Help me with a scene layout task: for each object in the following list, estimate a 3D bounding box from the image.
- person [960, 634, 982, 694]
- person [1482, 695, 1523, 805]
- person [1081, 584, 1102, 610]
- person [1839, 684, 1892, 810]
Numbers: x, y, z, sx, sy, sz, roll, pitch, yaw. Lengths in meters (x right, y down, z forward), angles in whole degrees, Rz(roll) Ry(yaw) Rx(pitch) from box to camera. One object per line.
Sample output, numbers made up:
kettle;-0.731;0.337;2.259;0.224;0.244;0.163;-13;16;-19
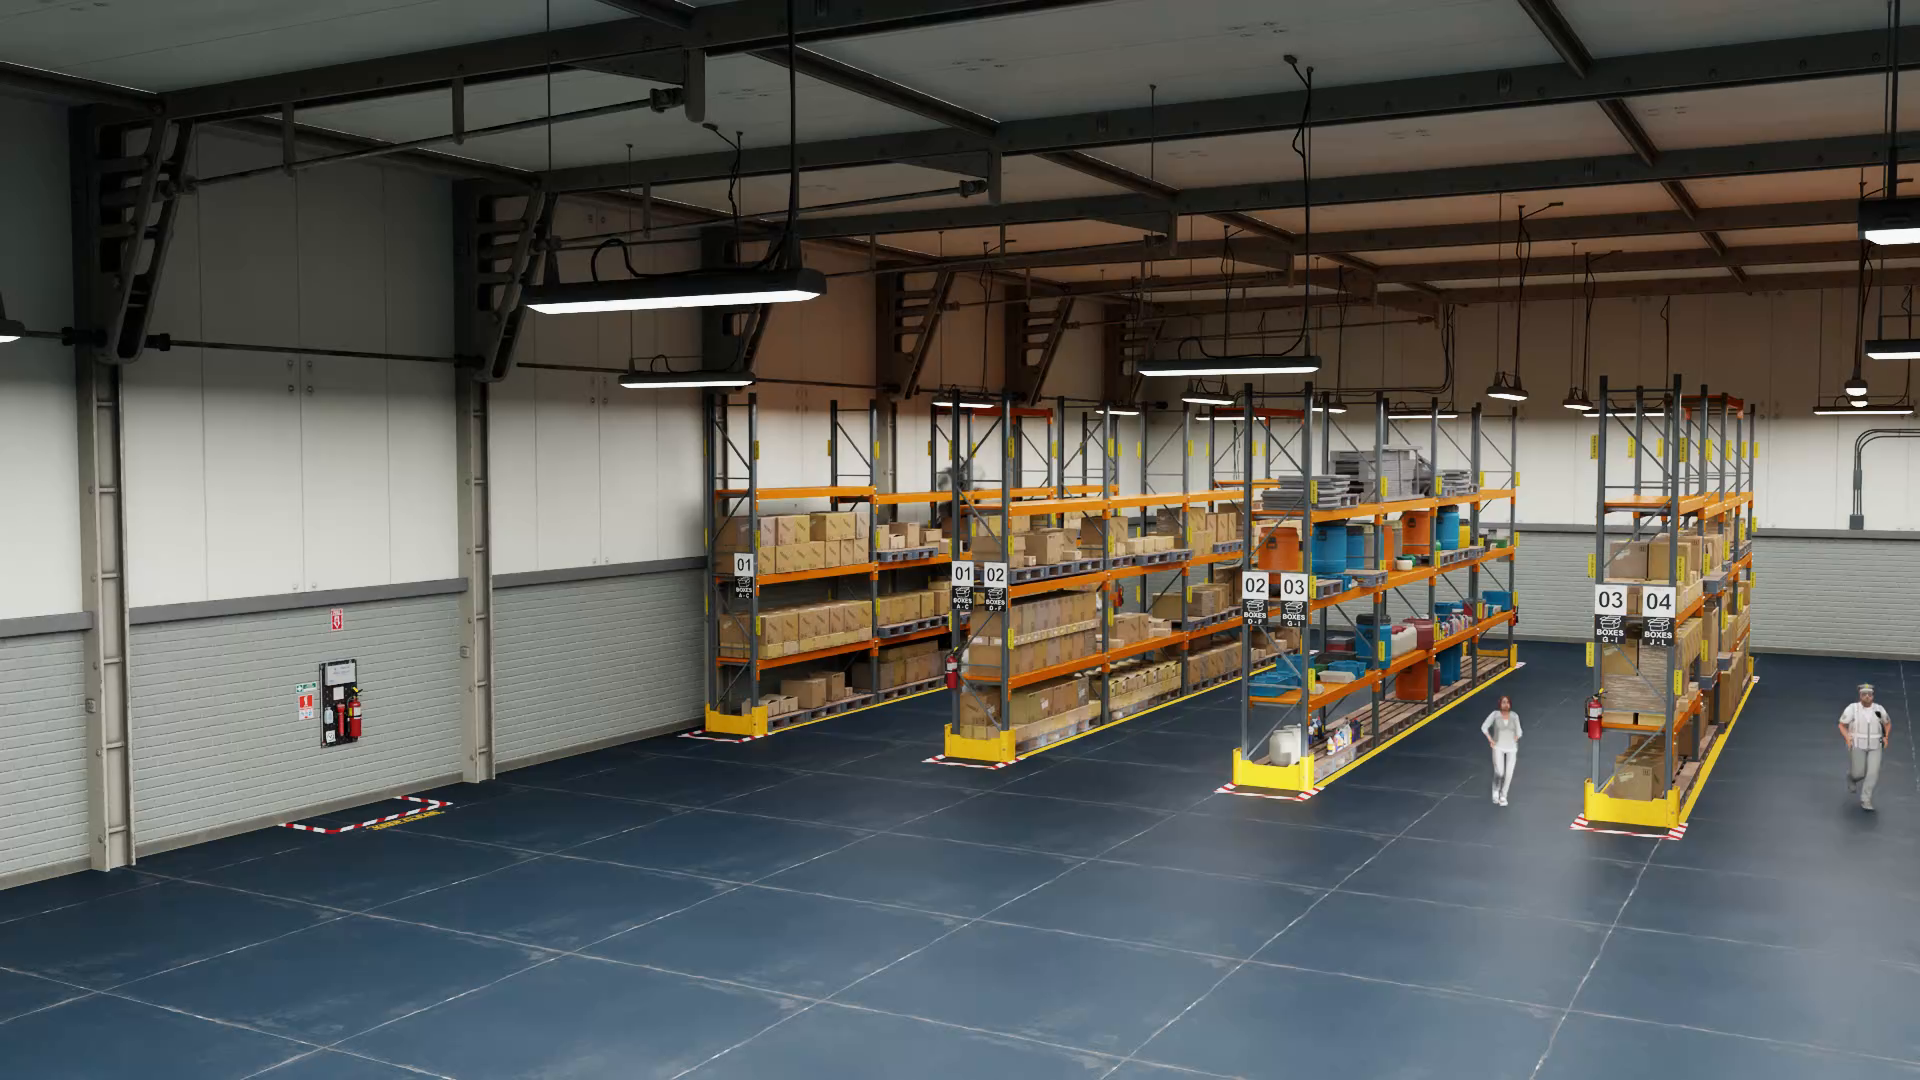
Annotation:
person;0.208;2.517;29.887;0.609;1.683;0.906;2;3;26
person;7.607;2.999;23.264;0.527;1.467;0.552;0;3;6
person;2.832;1.825;37.140;0.693;1.817;0.913;2;3;27
person;12.719;2.880;23.325;0.677;1.736;0.672;1;3;17
